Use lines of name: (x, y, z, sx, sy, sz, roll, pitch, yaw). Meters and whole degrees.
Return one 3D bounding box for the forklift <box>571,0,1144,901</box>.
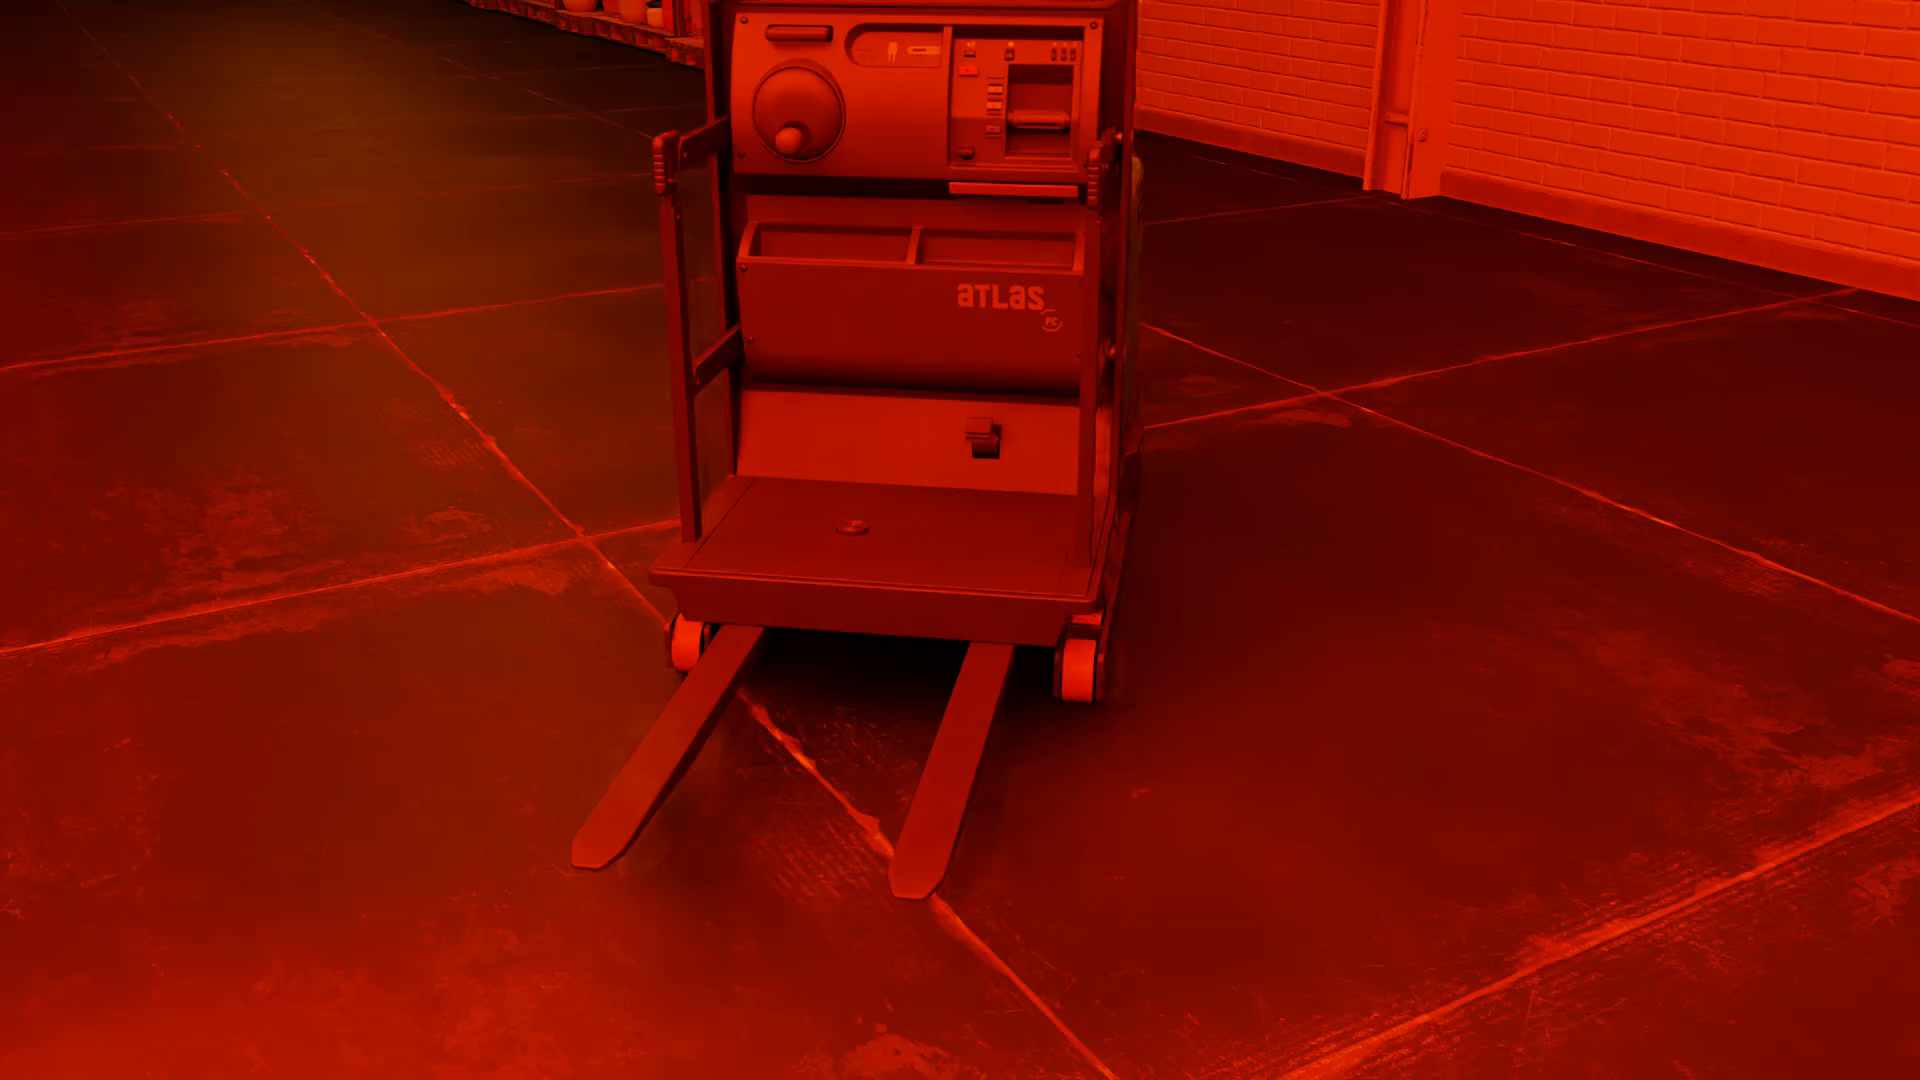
forklift: (-0.145, -1.094, 3.940, 1.130, 2.935, 3.031, 4, 23, 9)
